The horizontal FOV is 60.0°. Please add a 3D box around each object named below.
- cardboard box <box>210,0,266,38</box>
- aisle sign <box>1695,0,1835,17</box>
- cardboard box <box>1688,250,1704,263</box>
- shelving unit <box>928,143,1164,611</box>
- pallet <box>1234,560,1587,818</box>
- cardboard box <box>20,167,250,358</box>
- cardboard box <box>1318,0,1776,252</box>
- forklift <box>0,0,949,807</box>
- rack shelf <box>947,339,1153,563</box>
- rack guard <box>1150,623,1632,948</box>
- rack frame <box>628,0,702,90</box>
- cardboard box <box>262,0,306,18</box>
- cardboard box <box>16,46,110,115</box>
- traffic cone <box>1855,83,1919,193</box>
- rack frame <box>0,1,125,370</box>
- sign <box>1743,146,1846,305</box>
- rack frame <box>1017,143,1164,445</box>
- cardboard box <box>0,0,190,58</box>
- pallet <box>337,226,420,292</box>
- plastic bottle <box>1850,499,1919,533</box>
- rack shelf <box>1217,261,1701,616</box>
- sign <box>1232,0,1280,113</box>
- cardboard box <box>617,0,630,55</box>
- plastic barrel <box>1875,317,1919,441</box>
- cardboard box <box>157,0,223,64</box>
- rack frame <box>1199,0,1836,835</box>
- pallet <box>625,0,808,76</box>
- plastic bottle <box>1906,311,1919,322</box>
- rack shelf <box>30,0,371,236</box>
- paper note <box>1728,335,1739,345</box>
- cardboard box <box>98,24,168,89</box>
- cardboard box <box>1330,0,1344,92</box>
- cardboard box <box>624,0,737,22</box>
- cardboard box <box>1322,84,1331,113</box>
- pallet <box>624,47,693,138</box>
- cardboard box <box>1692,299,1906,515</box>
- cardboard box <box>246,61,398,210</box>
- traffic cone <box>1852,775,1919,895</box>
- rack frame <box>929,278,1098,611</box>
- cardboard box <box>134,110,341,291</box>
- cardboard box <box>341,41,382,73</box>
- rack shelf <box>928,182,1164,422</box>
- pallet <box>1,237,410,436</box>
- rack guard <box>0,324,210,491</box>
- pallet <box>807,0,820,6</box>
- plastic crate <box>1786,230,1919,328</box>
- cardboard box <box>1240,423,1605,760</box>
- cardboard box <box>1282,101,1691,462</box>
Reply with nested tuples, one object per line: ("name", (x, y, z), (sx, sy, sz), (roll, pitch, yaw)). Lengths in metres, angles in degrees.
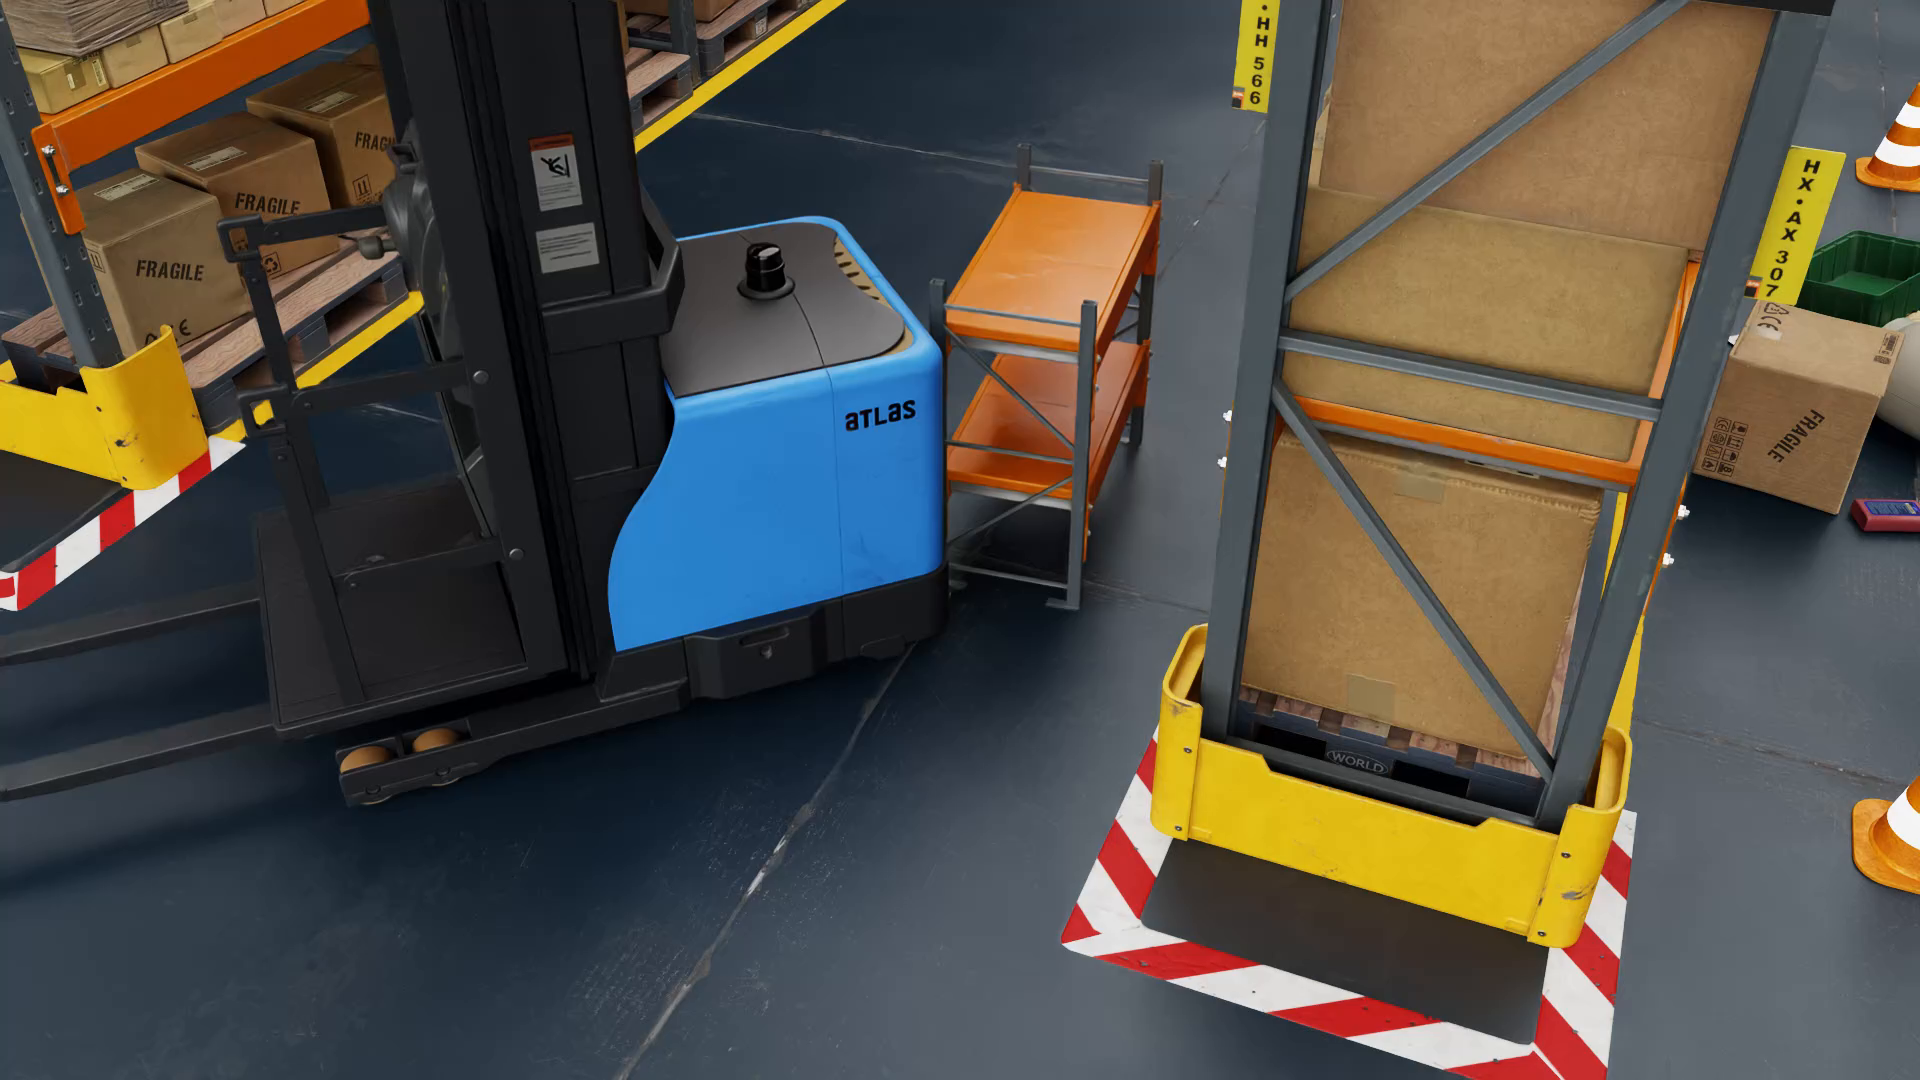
("cardboard box", (-2.790, -1.969, 6.088), (0.380, 0.149, 0.250), (14, 39, 18))
("aisle sign", (1.383, -1.301, 2.814), (0.394, 0.787, 0.004), (14, 39, 18))
("cardboard box", (1.750, -1.235, 4.771), (0.875, 0.550, 0.550), (14, 39, 18))
("shelving unit", (0.296, -0.563, 5.564), (0.538, 1.125, 1.048), (10, 38, 13))
("pallet", (1.364, 0.289, 5.188), (1.003, 0.211, 1.213), (14, 39, 18))
("cardboard box", (-3.163, -1.063, 6.403), (0.500, 0.500, 0.500), (21, 42, 26))
("cardboard box", (1.309, -1.057, 3.631), (0.875, 0.550, 0.550), (14, 39, 18))
("forklift", (-1.604, -0.781, 4.346), (3.031, 2.935, 1.130), (-14, 39, -18))
("rack shelf", (0.296, -0.367, 5.710), (0.538, 0.278, 1.000), (10, 38, 13))
("rack guard", (1.123, 0.647, 4.467), (1.175, 0.500, 0.348), (14, 39, 18))
("rack frame", (-1.894, -3.768, 8.286), (1.000, 3.000, 0.127), (14, 39, 18))
("cardboard box", (-2.688, -2.105, 6.271), (0.380, 0.149, 0.250), (14, 39, 18))
("cardboard box", (-3.087, -1.556, 5.537), (0.380, 0.149, 0.250), (14, 39, 18))
("traffic cone", (4.561, -1.965, 7.992), (0.336, 0.463, 0.334), (14, 39, 18))
("rack frame", (-3.416, -1.554, 5.323), (1.000, 3.000, 0.127), (14, 39, 18))
("sign", (1.643, -0.617, 3.280), (0.100, 0.325, 0.005), (14, 39, 18))
("rack frame", (0.439, -0.855, 5.954), (0.500, 1.125, 0.032), (10, 38, 13))
("cardboard box", (-3.182, -2.011, 5.603), (0.875, 0.500, 0.500), (14, 39, 18))
("pallet", (-2.580, -1.594, 7.706), (1.003, 0.211, 1.213), (14, 39, 18))
("plastic bottle", (3.285, -0.084, 5.812), (0.283, 0.061, 0.133), (1, 37, 2))
("rack shelf", (1.893, -1.187, 5.433), (1.077, 0.370, 4.000), (14, 39, 18))
("sign", (0.636, -1.058, 3.495), (0.100, 0.325, 0.005), (14, 39, 18))
("cardboard box", (-2.084, -2.723, 8.625), (0.500, 0.500, 0.500), (13, 39, 16))
("plastic barrel", (3.641, -0.573, 6.163), (0.421, 0.421, 0.512), (-17, 40, -22))
("cardboard box", (-2.866, -1.826, 5.897), (0.380, 0.149, 0.250), (14, 39, 18))
("rack frame", (1.132, -0.368, 3.737), (1.000, 3.000, 0.127), (14, 39, 18))
("pallet", (-1.600, -3.083, 9.698), (1.003, 0.211, 1.213), (14, 39, 18))
("plastic bottle", (3.945, -0.909, 6.915), (0.133, 0.061, 0.283), (-5, 37, -6))
("rack shelf", (-2.655, -2.373, 7.020), (1.077, 0.370, 4.000), (14, 39, 18))
("paper note", (3.236, -0.815, 6.814), (0.147, 0.020, 0.142), (-11, 38, -14))
("cardboard box", (-2.975, -1.691, 5.716), (0.380, 0.149, 0.250), (14, 39, 18))
("cardboard box", (1.433, -1.383, 4.067), (0.875, 0.550, 0.550), (14, 39, 18))
("cardboard box", (-1.641, -3.278, 9.351), (0.700, 0.500, 0.500), (11, 38, 14))
("cardboard box", (1.420, -0.953, 4.394), (0.875, 0.550, 0.550), (14, 39, 18))
("pallet", (-2.117, -2.271, 8.613), (1.003, 0.211, 1.213), (14, 39, 18))
("cardboard box", (3.012, -0.489, 5.985), (0.500, 0.500, 0.500), (21, 42, 25))
("cardboard box", (-2.712, -1.744, 7.314), (0.500, 0.500, 0.500), (18, 40, 22))
("traffic cone", (2.647, 0.678, 4.457), (0.336, 0.463, 0.334), (14, 39, 18))
("rack frame", (0.154, -0.271, 5.173), (0.500, 1.125, 0.032), (10, 38, 13))
("cardboard box", (-2.968, -1.401, 6.856), (0.500, 0.500, 0.500), (25, 43, 29))
("cardboard box", (-2.458, -2.042, 7.714), (0.500, 0.500, 0.500), (11, 38, 14))
("rack shelf", (0.296, -0.797, 5.388), (0.538, 0.278, 1.000), (10, 38, 13))
("pallet", (-3.046, -0.921, 6.805), (1.003, 0.211, 1.213), (14, 39, 18))
("rack guard", (-3.387, -0.594, 6.128), (1.175, 0.500, 0.348), (14, 39, 18))
("pallet", (-1.137, -3.761, 10.605), (1.003, 0.211, 1.213), (14, 39, 18))
("plastic crate", (3.799, -1.085, 6.996), (0.662, 0.188, 0.450), (-25, 33, -29))
("cardboard box", (1.329, -0.075, 4.769), (0.875, 0.875, 0.875), (14, 39, 18))
("cardboard box", (1.231, -0.644, 3.980), (0.875, 0.550, 0.550), (14, 39, 18))
